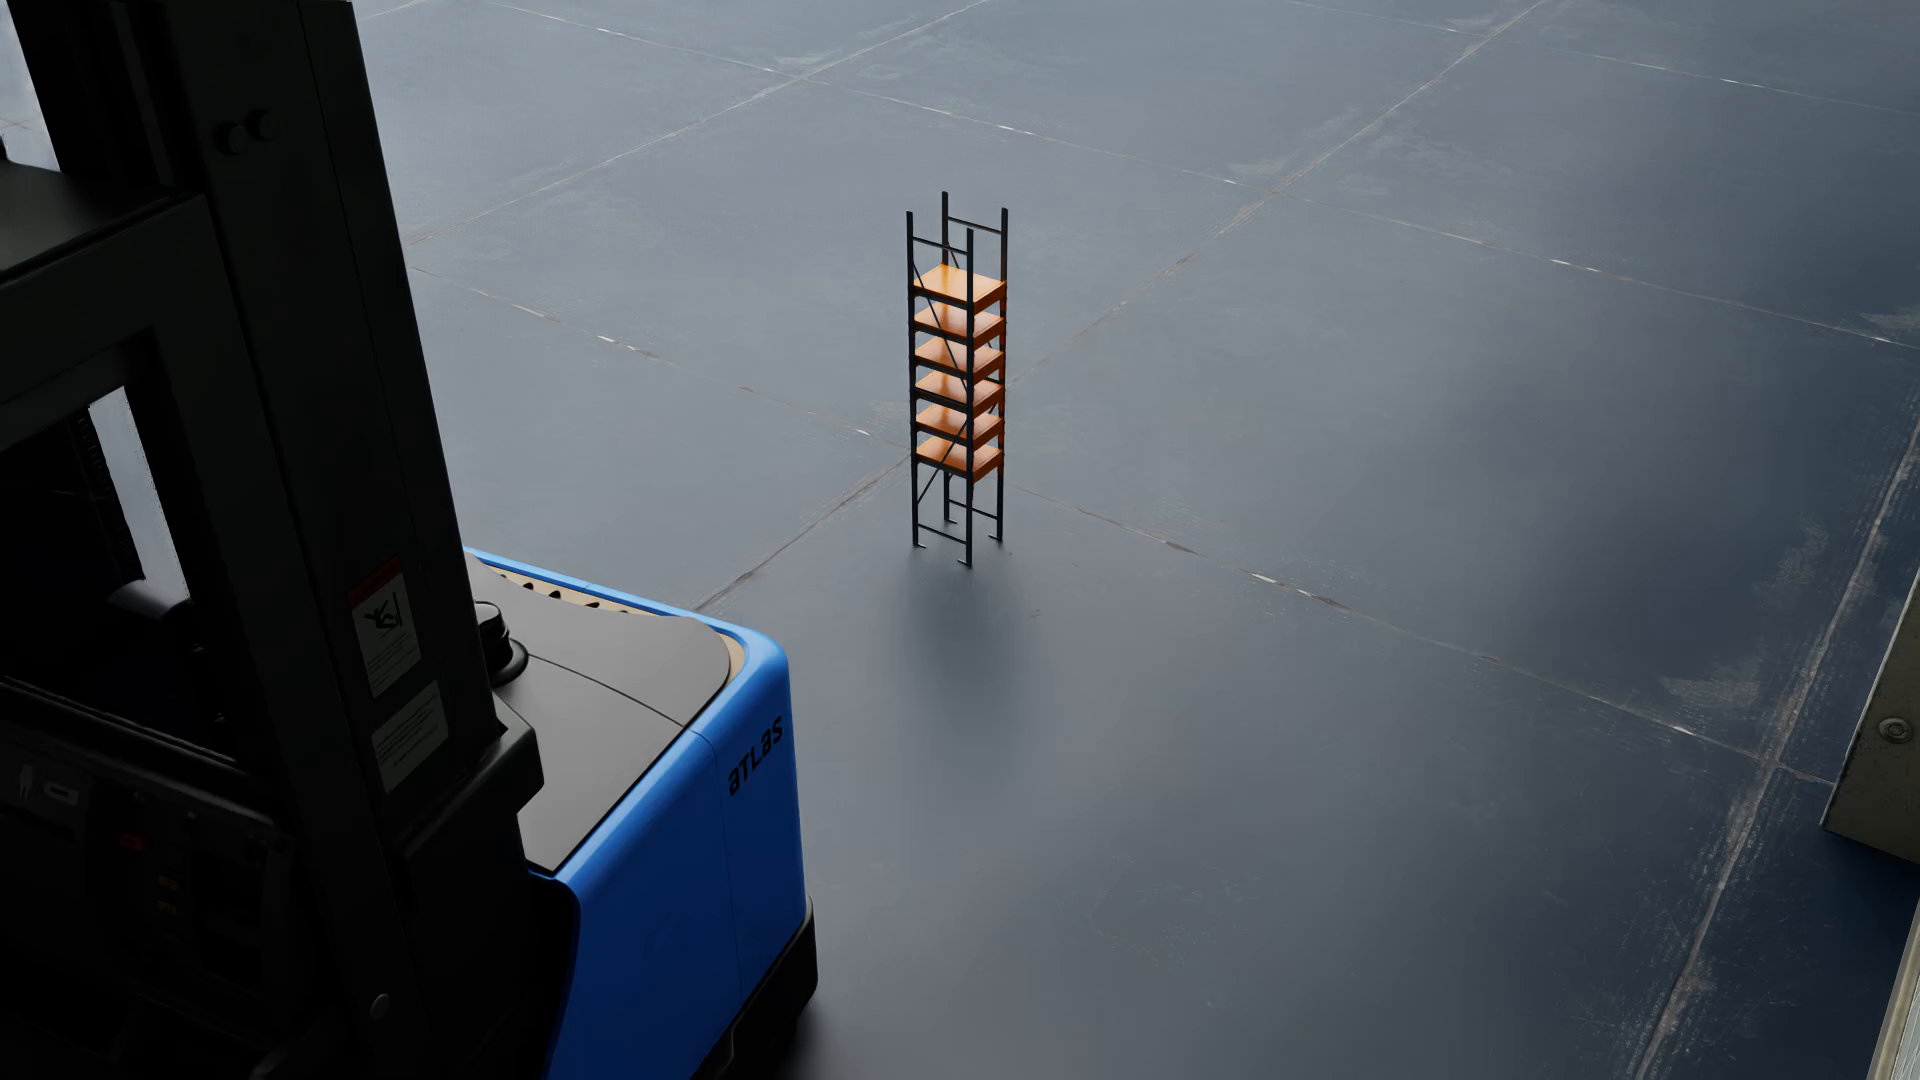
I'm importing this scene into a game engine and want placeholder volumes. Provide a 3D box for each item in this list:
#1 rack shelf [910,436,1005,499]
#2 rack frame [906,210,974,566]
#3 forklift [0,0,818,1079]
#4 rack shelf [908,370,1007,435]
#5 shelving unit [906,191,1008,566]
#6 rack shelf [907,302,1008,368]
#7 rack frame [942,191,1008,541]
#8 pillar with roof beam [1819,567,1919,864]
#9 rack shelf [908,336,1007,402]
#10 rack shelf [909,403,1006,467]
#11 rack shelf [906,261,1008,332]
[{"bbox_3d":[-0.008,-0.255,5.464,0.258,0.103,0.180,21,39,28],"label":"rack shelf"},{"bbox_3d":[-0.060,-0.448,5.242,0.240,1.200,0.006,21,39,28],"label":"rack frame"},{"bbox_3d":[-1.411,0.517,2.269,1.130,2.935,3.031,14,37,20],"label":"forklift"},{"bbox_3d":[-0.008,-0.454,5.329,0.258,0.103,0.180,21,39,28],"label":"rack shelf"},{"bbox_3d":[-0.008,-0.490,5.304,0.258,1.200,0.189,21,39,28],"label":"shelving unit"},{"bbox_3d":[-0.008,-0.652,5.195,0.258,0.103,0.180,21,39,28],"label":"rack shelf"},{"bbox_3d":[0.044,-0.532,5.366,0.240,1.200,0.006,21,39,28],"label":"rack frame"},{"bbox_3d":[-0.971,-4.370,4.079,9.100,9.000,0.400,21,39,28],"label":"pillar with roof beam"},{"bbox_3d":[-0.008,-0.553,5.262,0.258,0.103,0.180,21,39,28],"label":"rack shelf"},{"bbox_3d":[-0.008,-0.354,5.396,0.258,0.103,0.180,21,39,28],"label":"rack shelf"},{"bbox_3d":[-0.008,-0.752,5.127,0.258,0.103,0.180,21,39,28],"label":"rack shelf"}]
